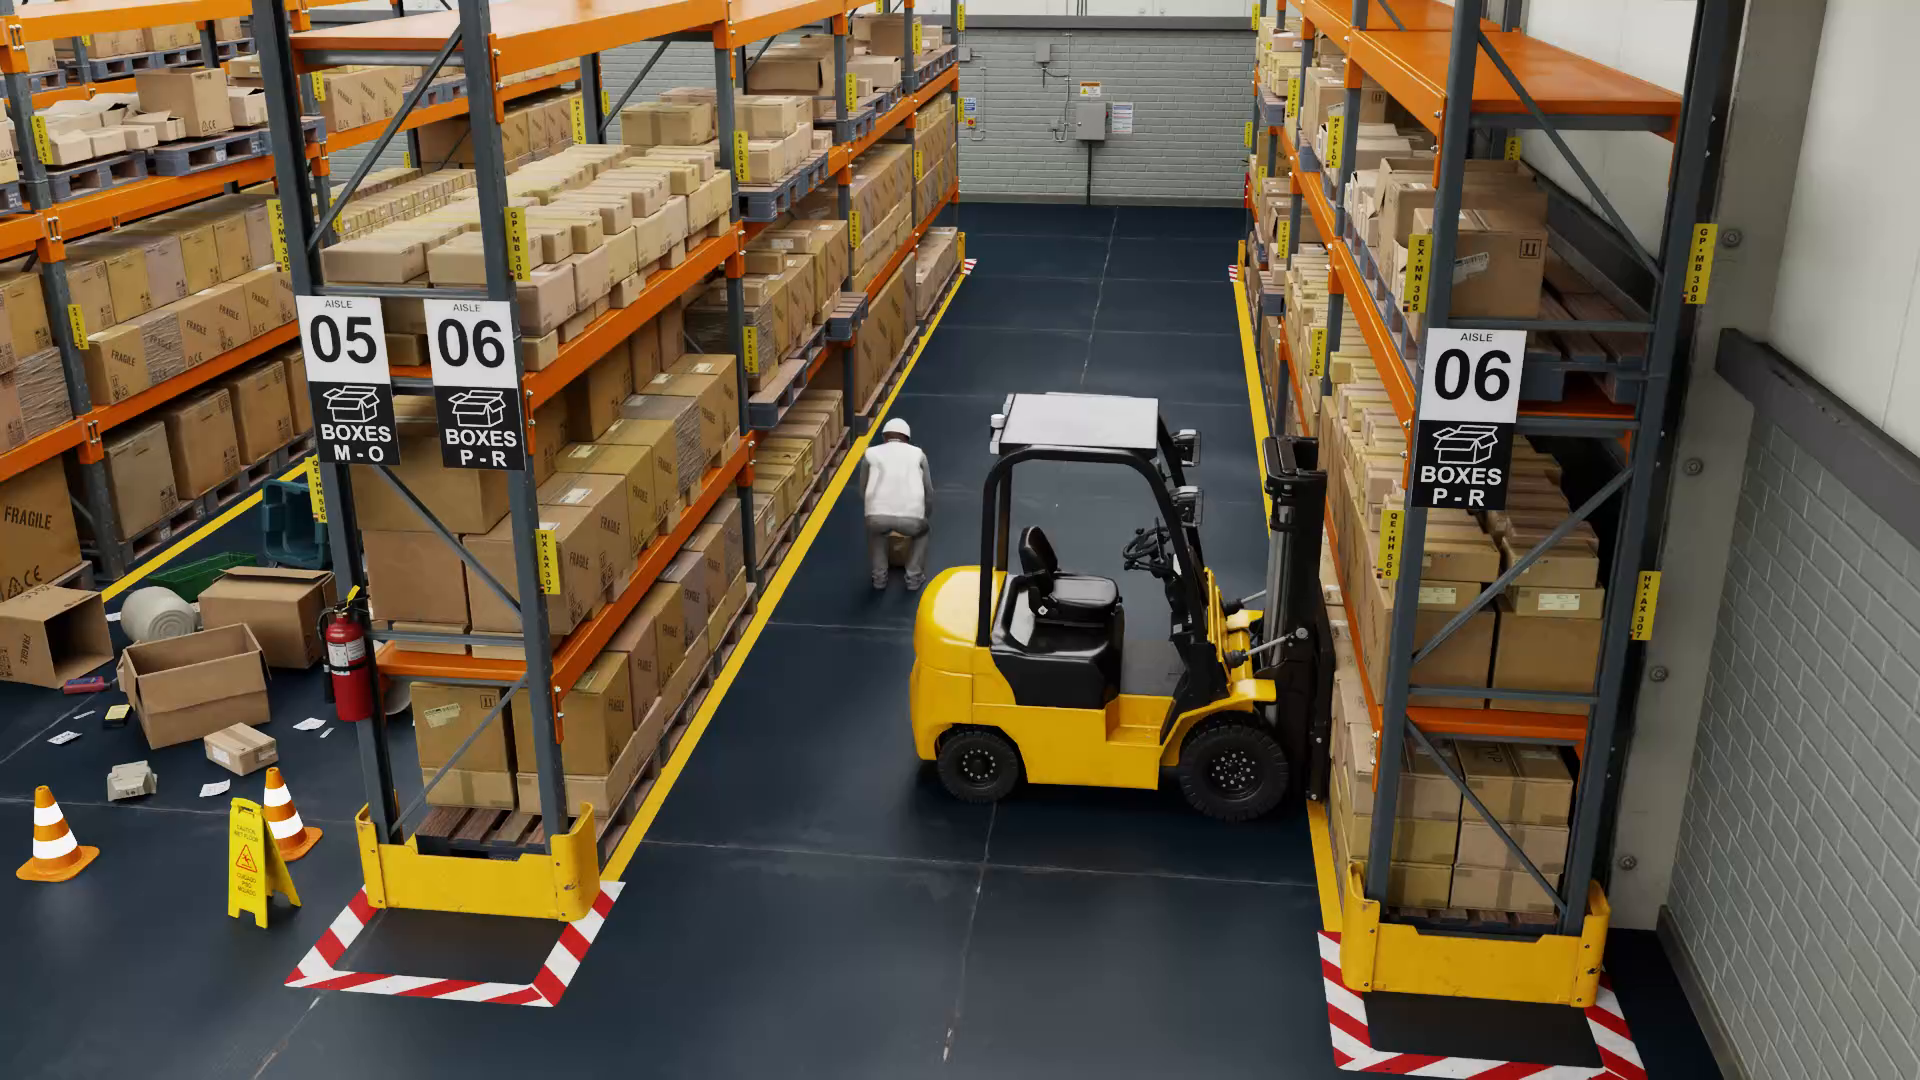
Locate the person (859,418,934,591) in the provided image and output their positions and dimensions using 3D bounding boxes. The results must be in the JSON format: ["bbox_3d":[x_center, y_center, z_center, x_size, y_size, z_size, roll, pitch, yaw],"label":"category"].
[{"bbox_3d":[-0.502,-0.258,12.546,0.568,1.182,0.861,2,21,6],"label":"person"}]
